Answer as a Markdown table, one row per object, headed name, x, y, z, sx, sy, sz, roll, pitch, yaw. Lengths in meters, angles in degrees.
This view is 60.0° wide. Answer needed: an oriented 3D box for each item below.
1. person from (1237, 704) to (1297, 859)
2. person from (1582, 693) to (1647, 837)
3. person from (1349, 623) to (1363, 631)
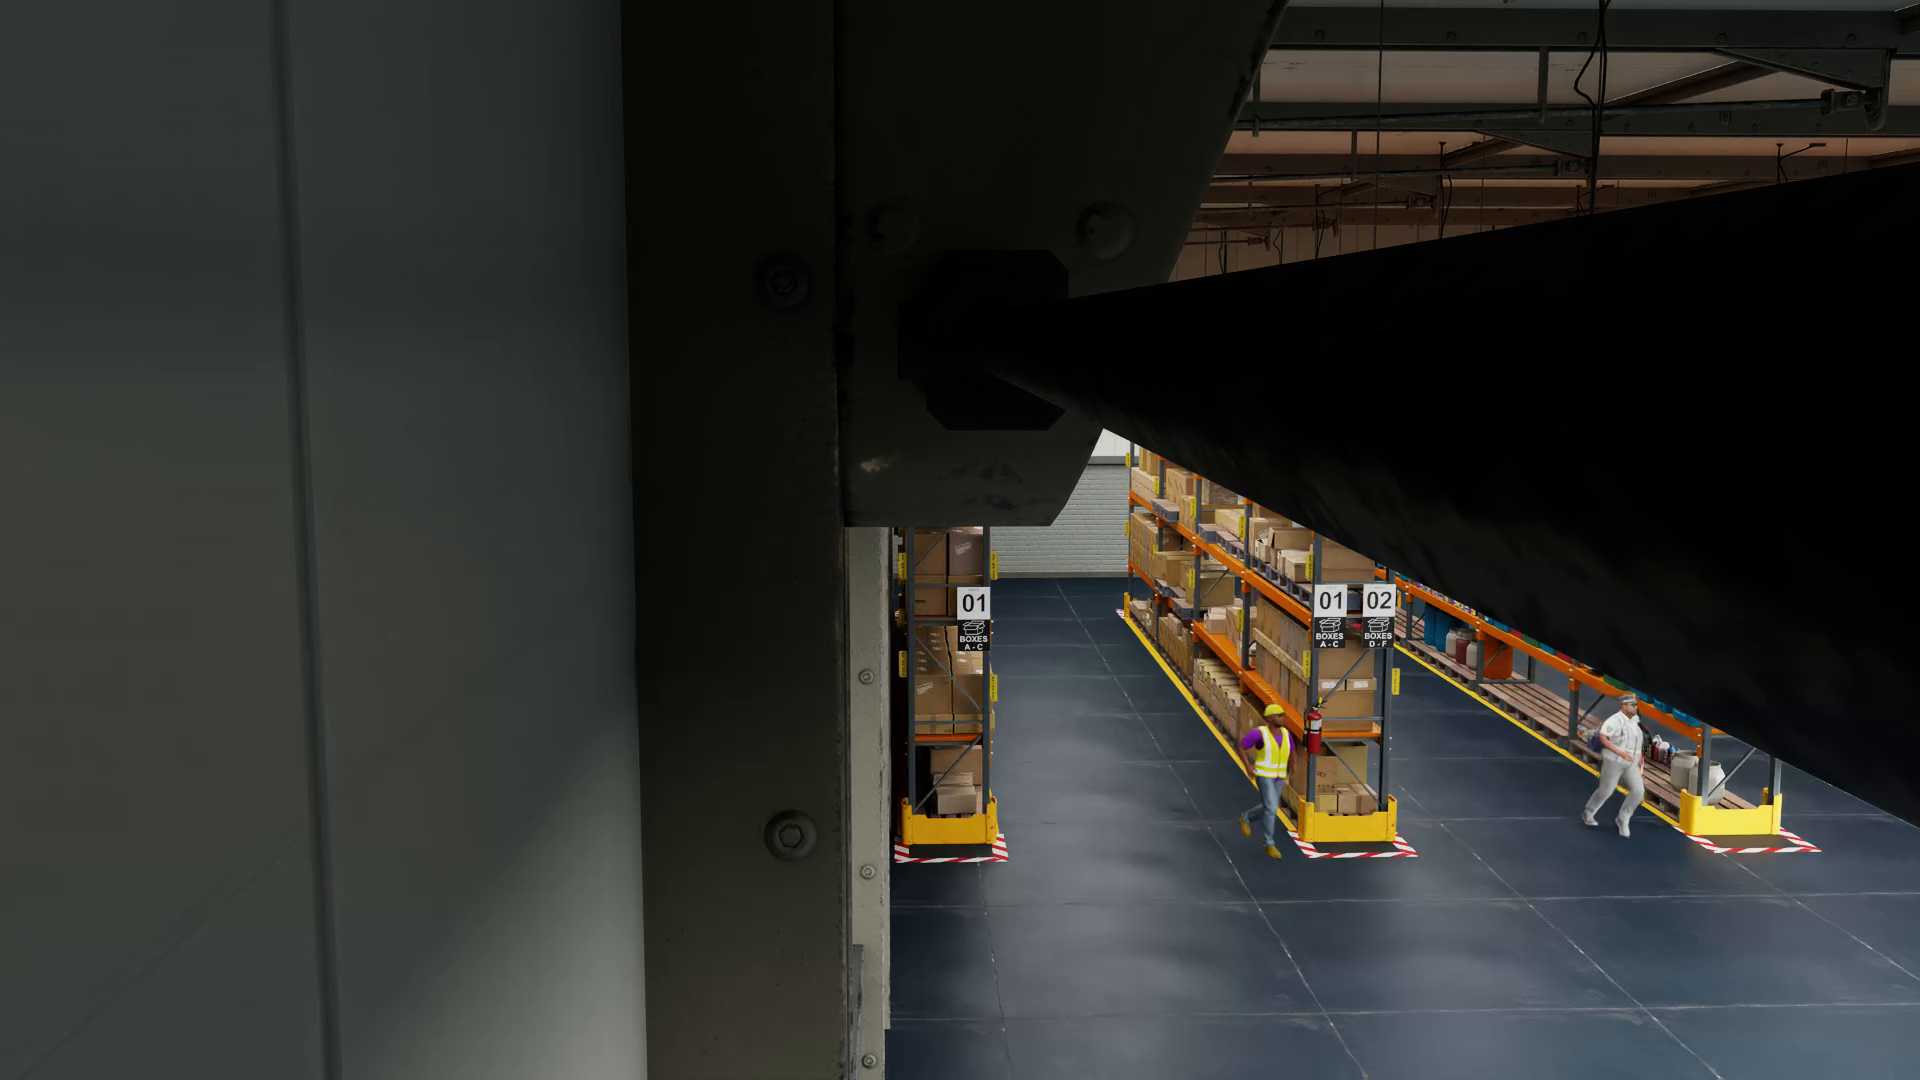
| name | x | y | z | sx | sy | sz | roll | pitch | yaw |
| --- | --- | --- | --- | --- | --- | --- | --- | --- | --- |
| person | 3.717 | 2.839 | 19.948 | 0.733 | 1.752 | 0.819 | -4 | 8 | -30 |
| person | 8.332 | 2.809 | 20.963 | 0.734 | 1.806 | 0.696 | -3 | 8 | -21 |
| person | 6.646 | 1.883 | 28.245 | 0.654 | 1.731 | 0.786 | -1 | 7 | -4 |
